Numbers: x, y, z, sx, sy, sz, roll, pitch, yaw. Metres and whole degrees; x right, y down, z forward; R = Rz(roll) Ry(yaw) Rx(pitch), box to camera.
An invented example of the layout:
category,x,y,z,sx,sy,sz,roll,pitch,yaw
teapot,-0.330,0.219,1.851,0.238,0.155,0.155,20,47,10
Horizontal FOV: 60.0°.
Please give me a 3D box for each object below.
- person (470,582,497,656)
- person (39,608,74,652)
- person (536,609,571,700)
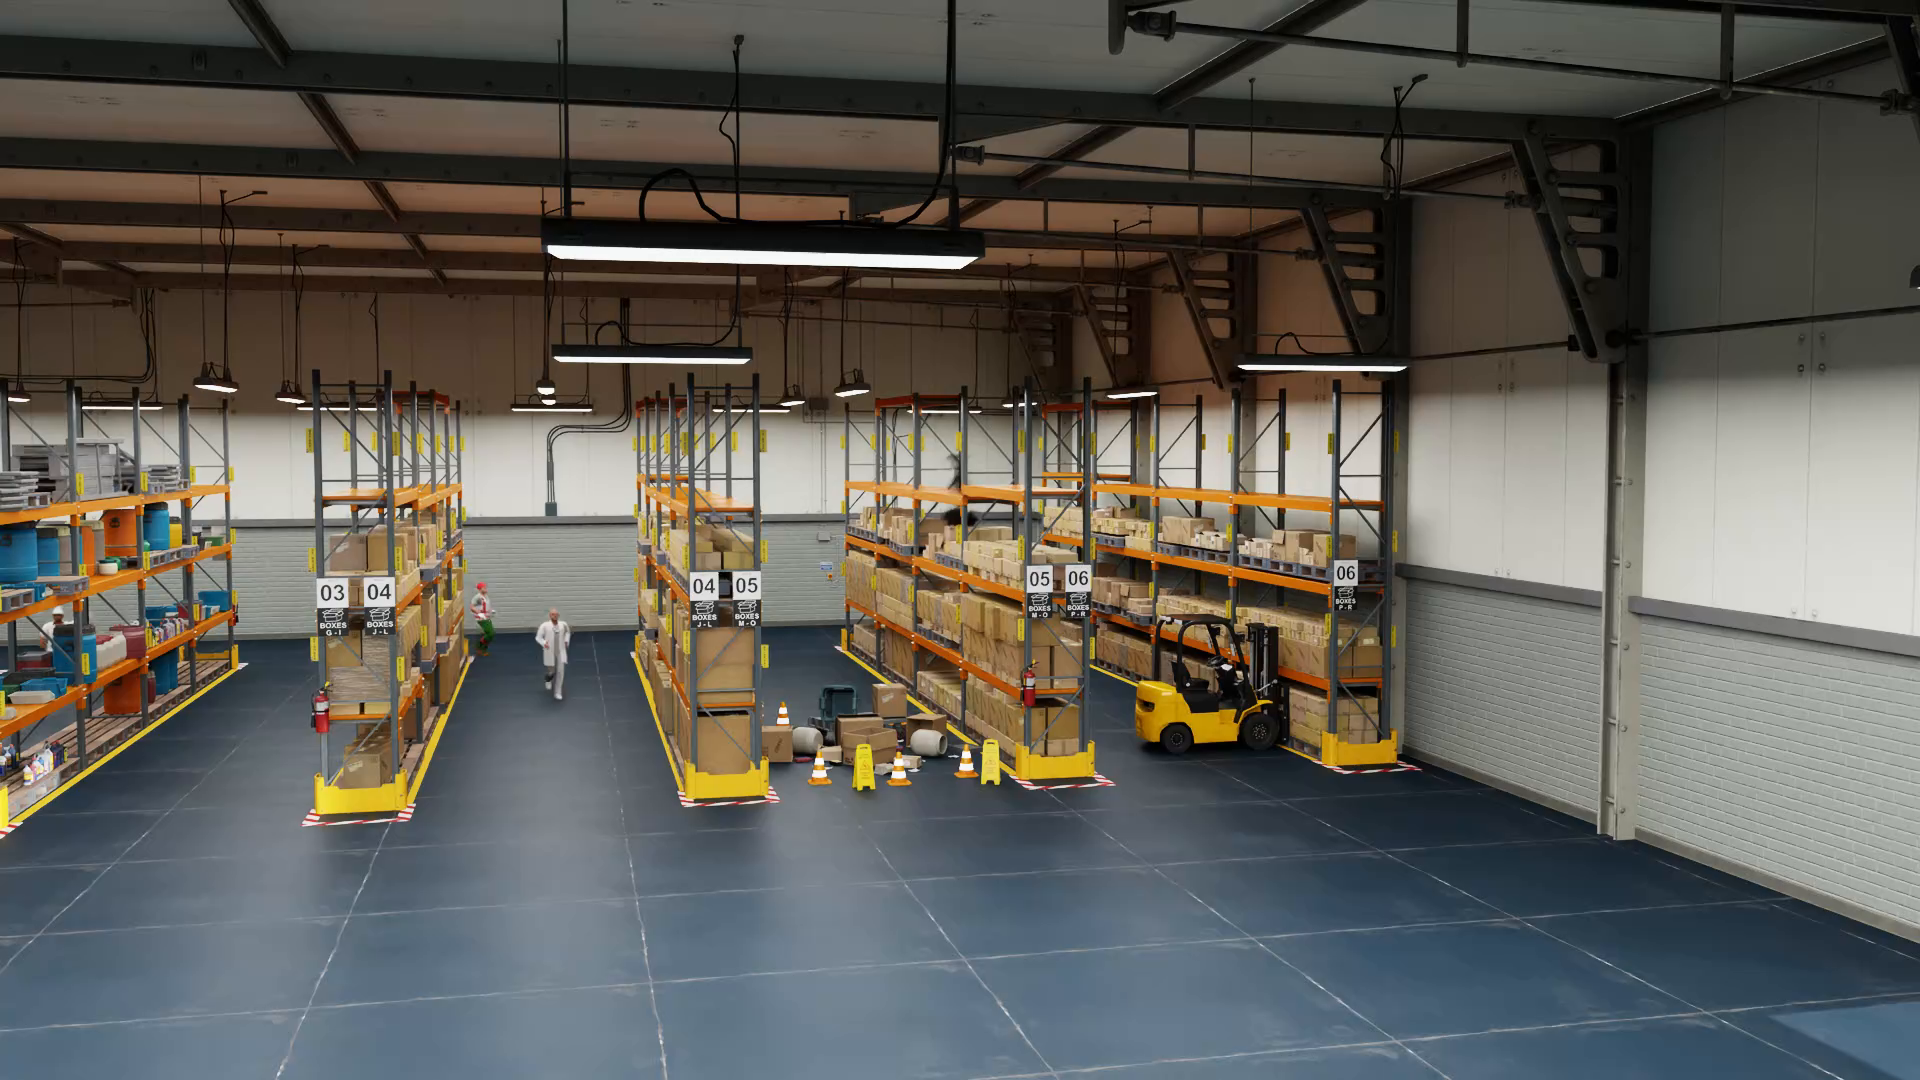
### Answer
category,x,y,z,sx,sy,sz,roll,pitch,yaw
person,-11.189,1.868,39.116,0.499,1.759,0.726,0,3,7
person,-17.953,2.237,33.161,0.708,1.765,0.824,-1,4,-21
person,-8.002,2.278,32.830,0.712,1.679,0.918,-2,4,-26
